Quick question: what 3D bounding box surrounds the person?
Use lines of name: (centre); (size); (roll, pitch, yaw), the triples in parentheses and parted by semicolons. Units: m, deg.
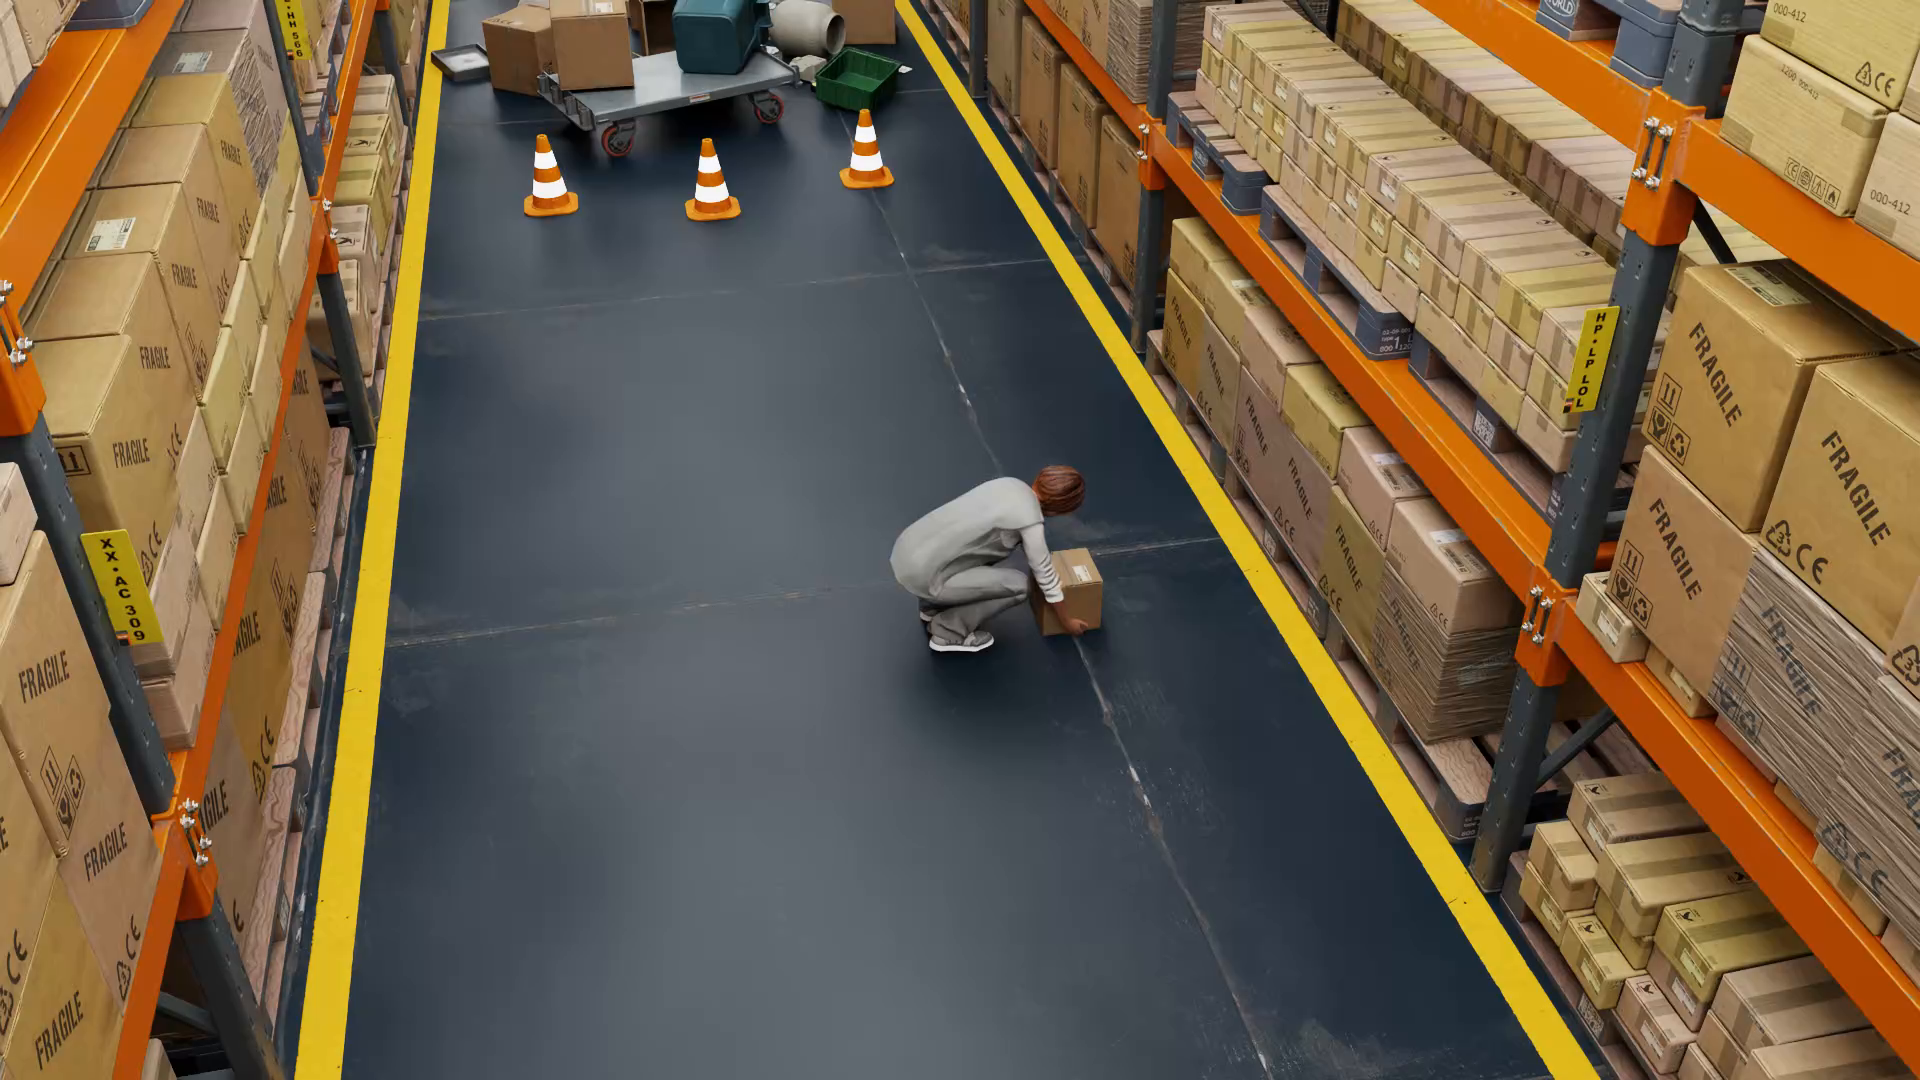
person: (0.119, 0.084, 6.843); (0.823, 0.764, 0.437); (-7, 36, -11)
